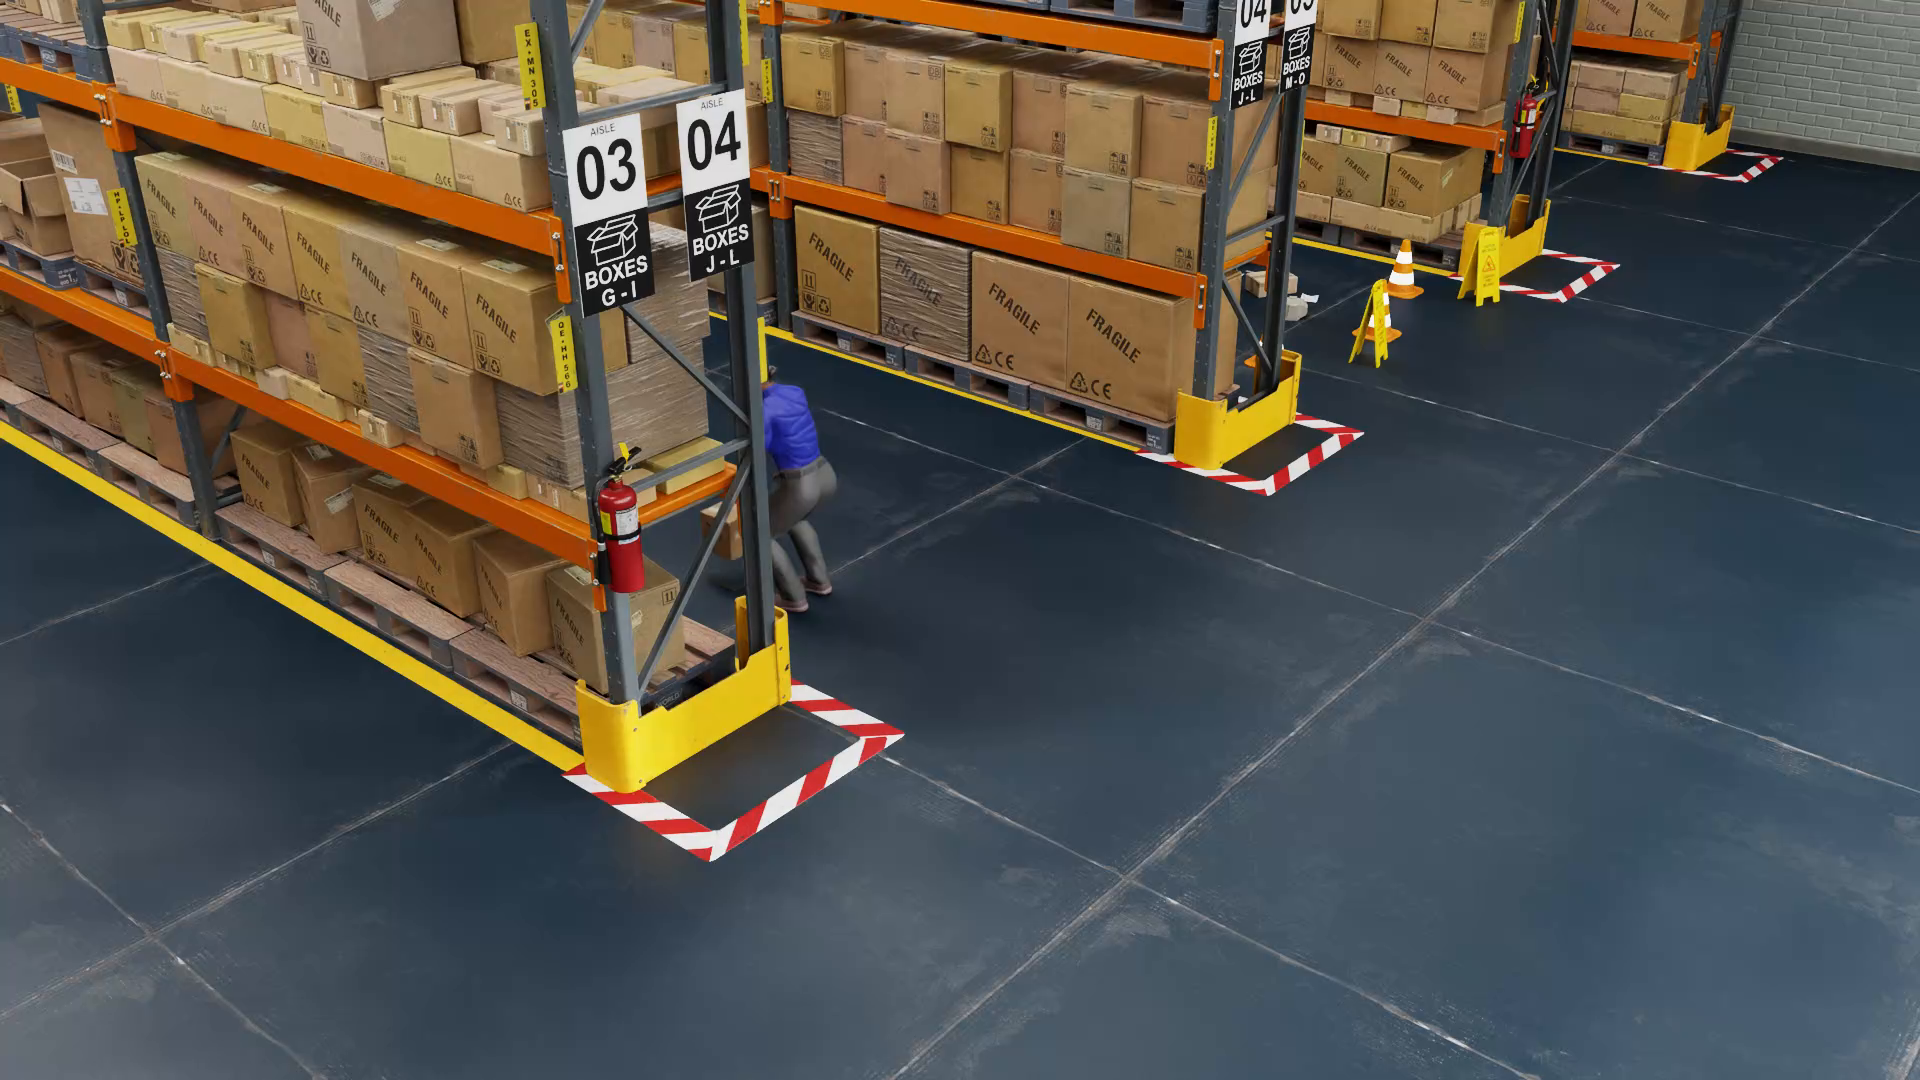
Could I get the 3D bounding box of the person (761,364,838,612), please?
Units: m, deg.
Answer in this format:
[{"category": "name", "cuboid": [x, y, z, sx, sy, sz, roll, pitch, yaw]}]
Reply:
[{"category": "person", "cuboid": [-0.992, -0.308, 9.415, 0.535, 1.487, 0.487, 16, 32, 28]}]
